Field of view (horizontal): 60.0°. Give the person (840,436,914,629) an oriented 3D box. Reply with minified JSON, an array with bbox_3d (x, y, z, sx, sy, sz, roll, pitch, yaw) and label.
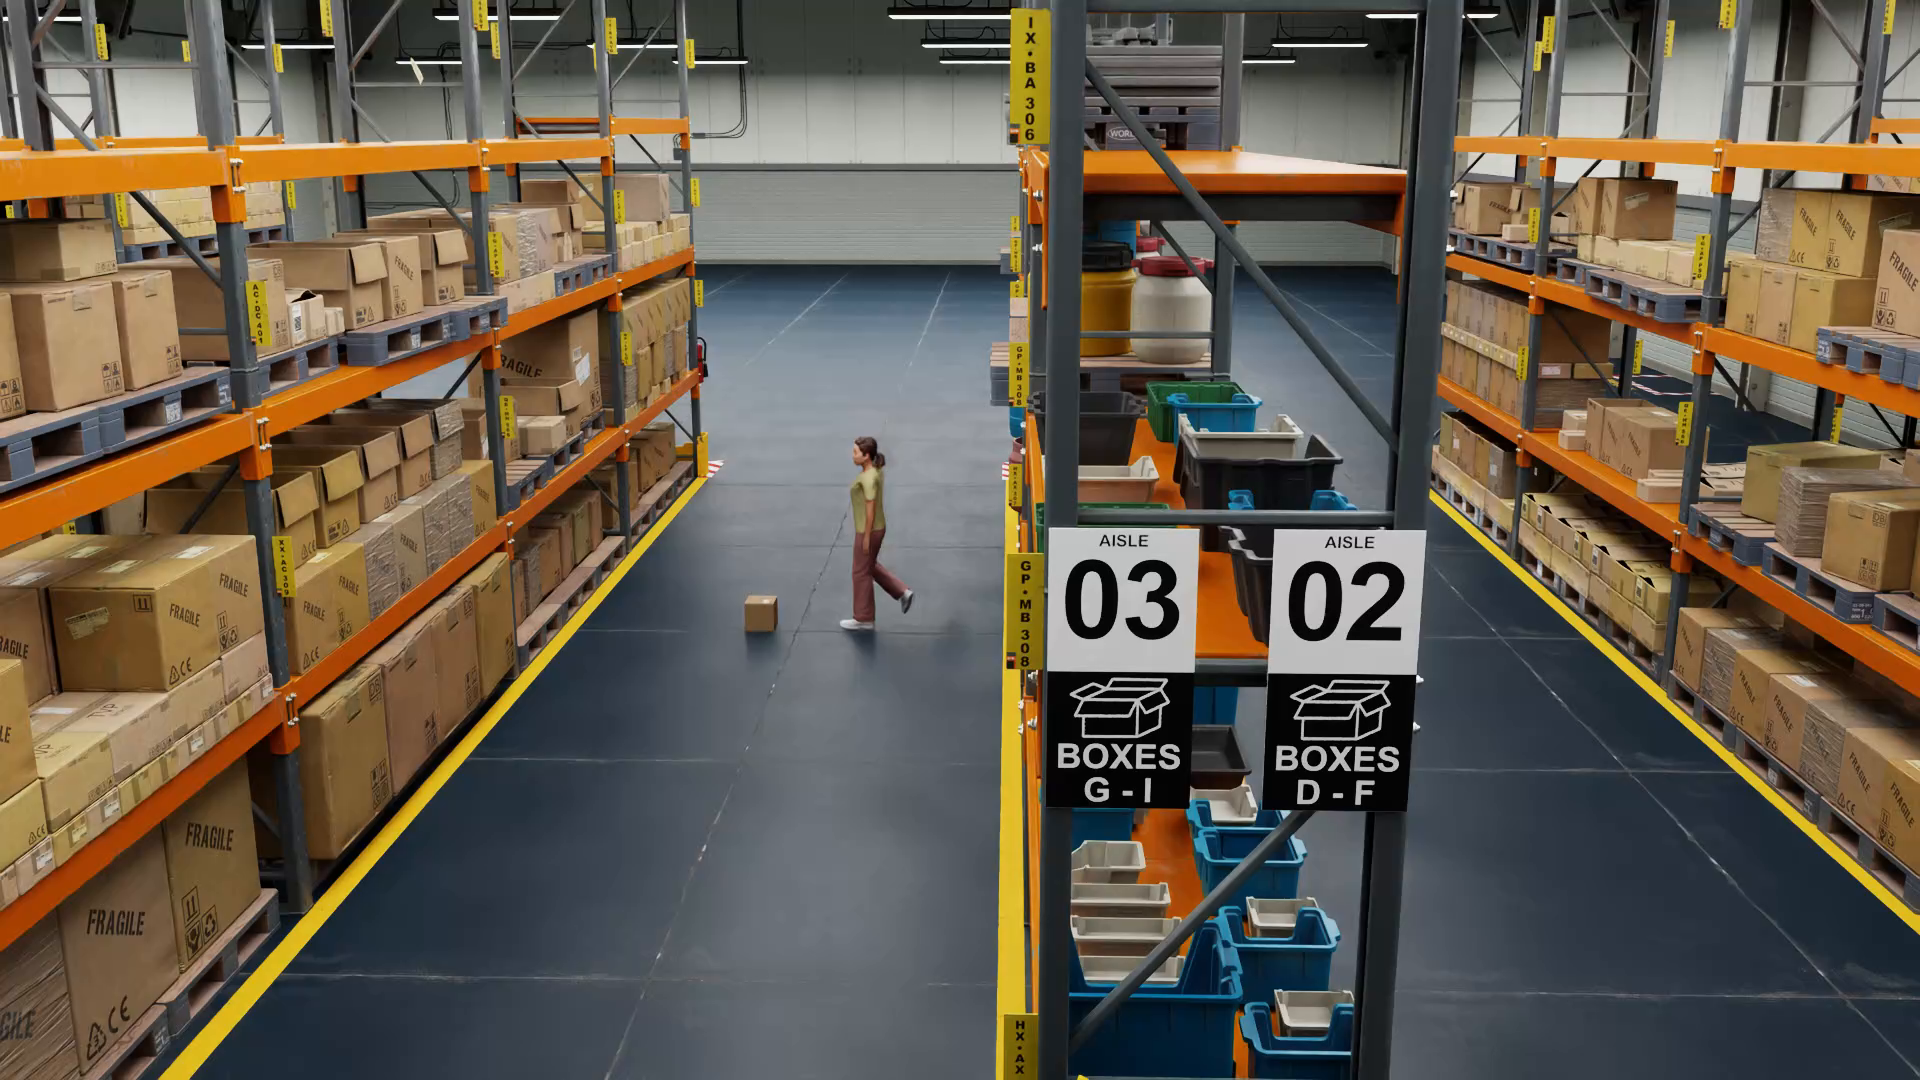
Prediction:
[{"bbox_3d":[-0.720,-0.072,14.245,0.614,1.670,0.526,2,14,7],"label":"person"}]
